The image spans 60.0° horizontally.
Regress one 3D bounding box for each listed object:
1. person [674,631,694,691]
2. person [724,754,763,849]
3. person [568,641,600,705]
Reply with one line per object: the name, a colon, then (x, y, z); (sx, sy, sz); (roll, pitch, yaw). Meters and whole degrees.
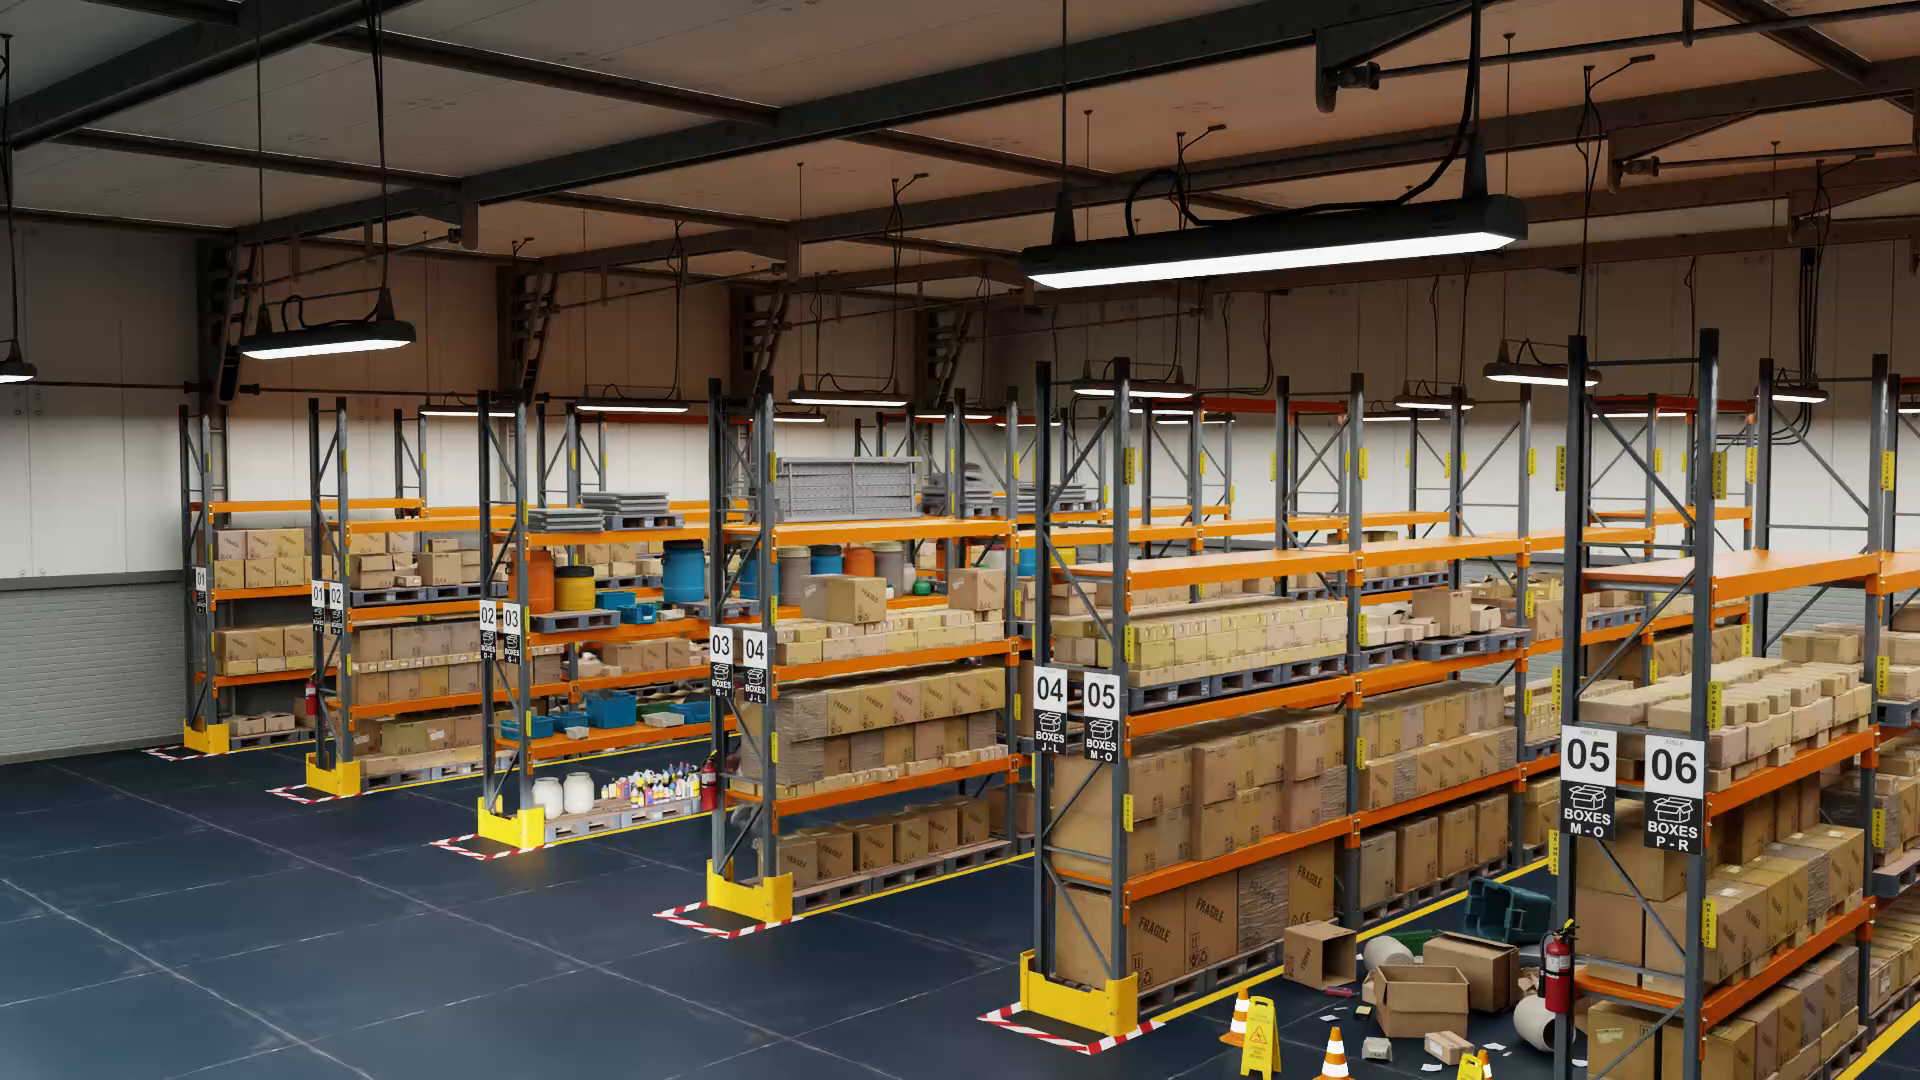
person: (-5.641, 2.565, 34.074); (0.615, 1.633, 0.521); (1, 3, 24)
person: (-2.694, 3.366, 21.092); (0.920, 1.356, 0.511); (-2, 4, -35)
person: (-7.017, 2.701, 30.970); (0.695, 1.712, 0.741); (0, 3, 5)
